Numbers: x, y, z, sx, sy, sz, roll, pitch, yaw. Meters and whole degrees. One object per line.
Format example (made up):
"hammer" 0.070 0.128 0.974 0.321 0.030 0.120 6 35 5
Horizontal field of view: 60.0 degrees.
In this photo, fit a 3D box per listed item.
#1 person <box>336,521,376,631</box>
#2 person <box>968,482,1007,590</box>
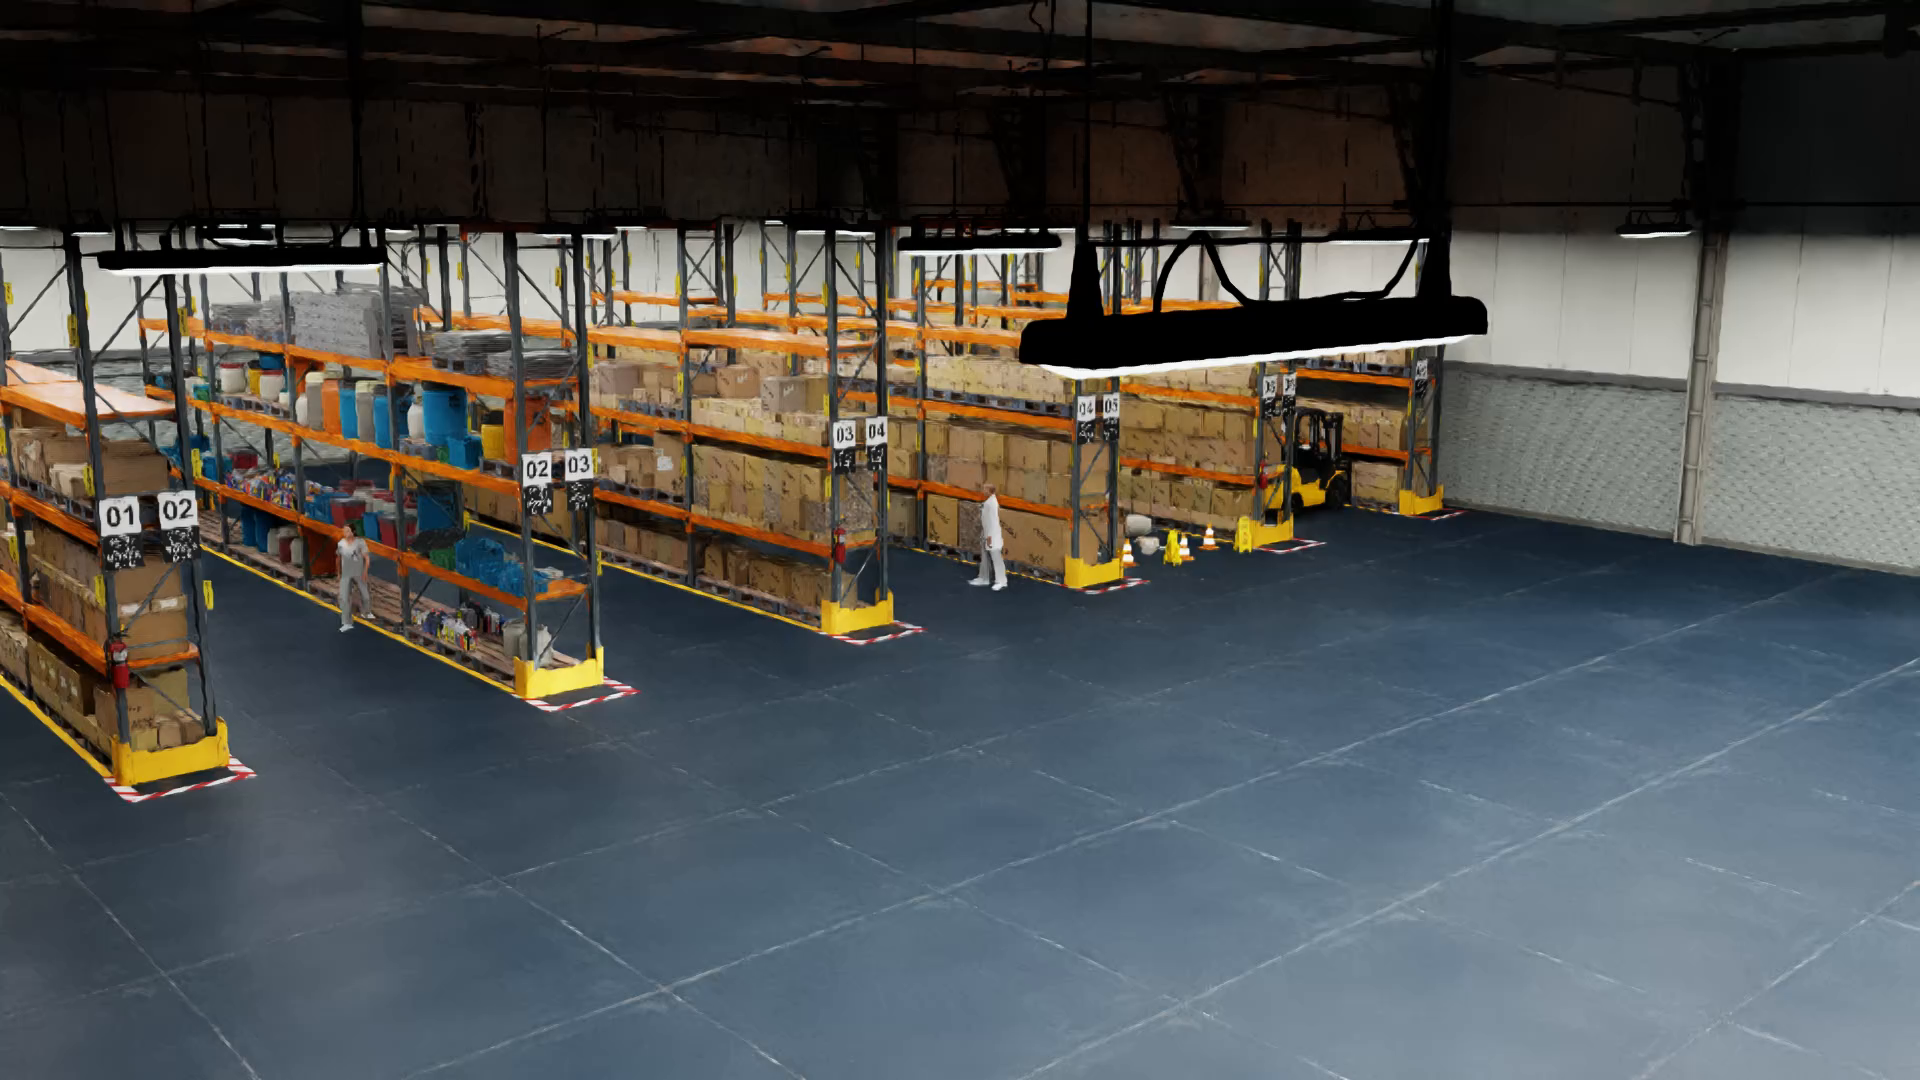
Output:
"person" -9.167 0.518 25.156 0.515 1.634 0.686 -2 12 -8
"person" 0.461 -0.089 27.744 0.636 1.767 0.677 -2 12 -9
